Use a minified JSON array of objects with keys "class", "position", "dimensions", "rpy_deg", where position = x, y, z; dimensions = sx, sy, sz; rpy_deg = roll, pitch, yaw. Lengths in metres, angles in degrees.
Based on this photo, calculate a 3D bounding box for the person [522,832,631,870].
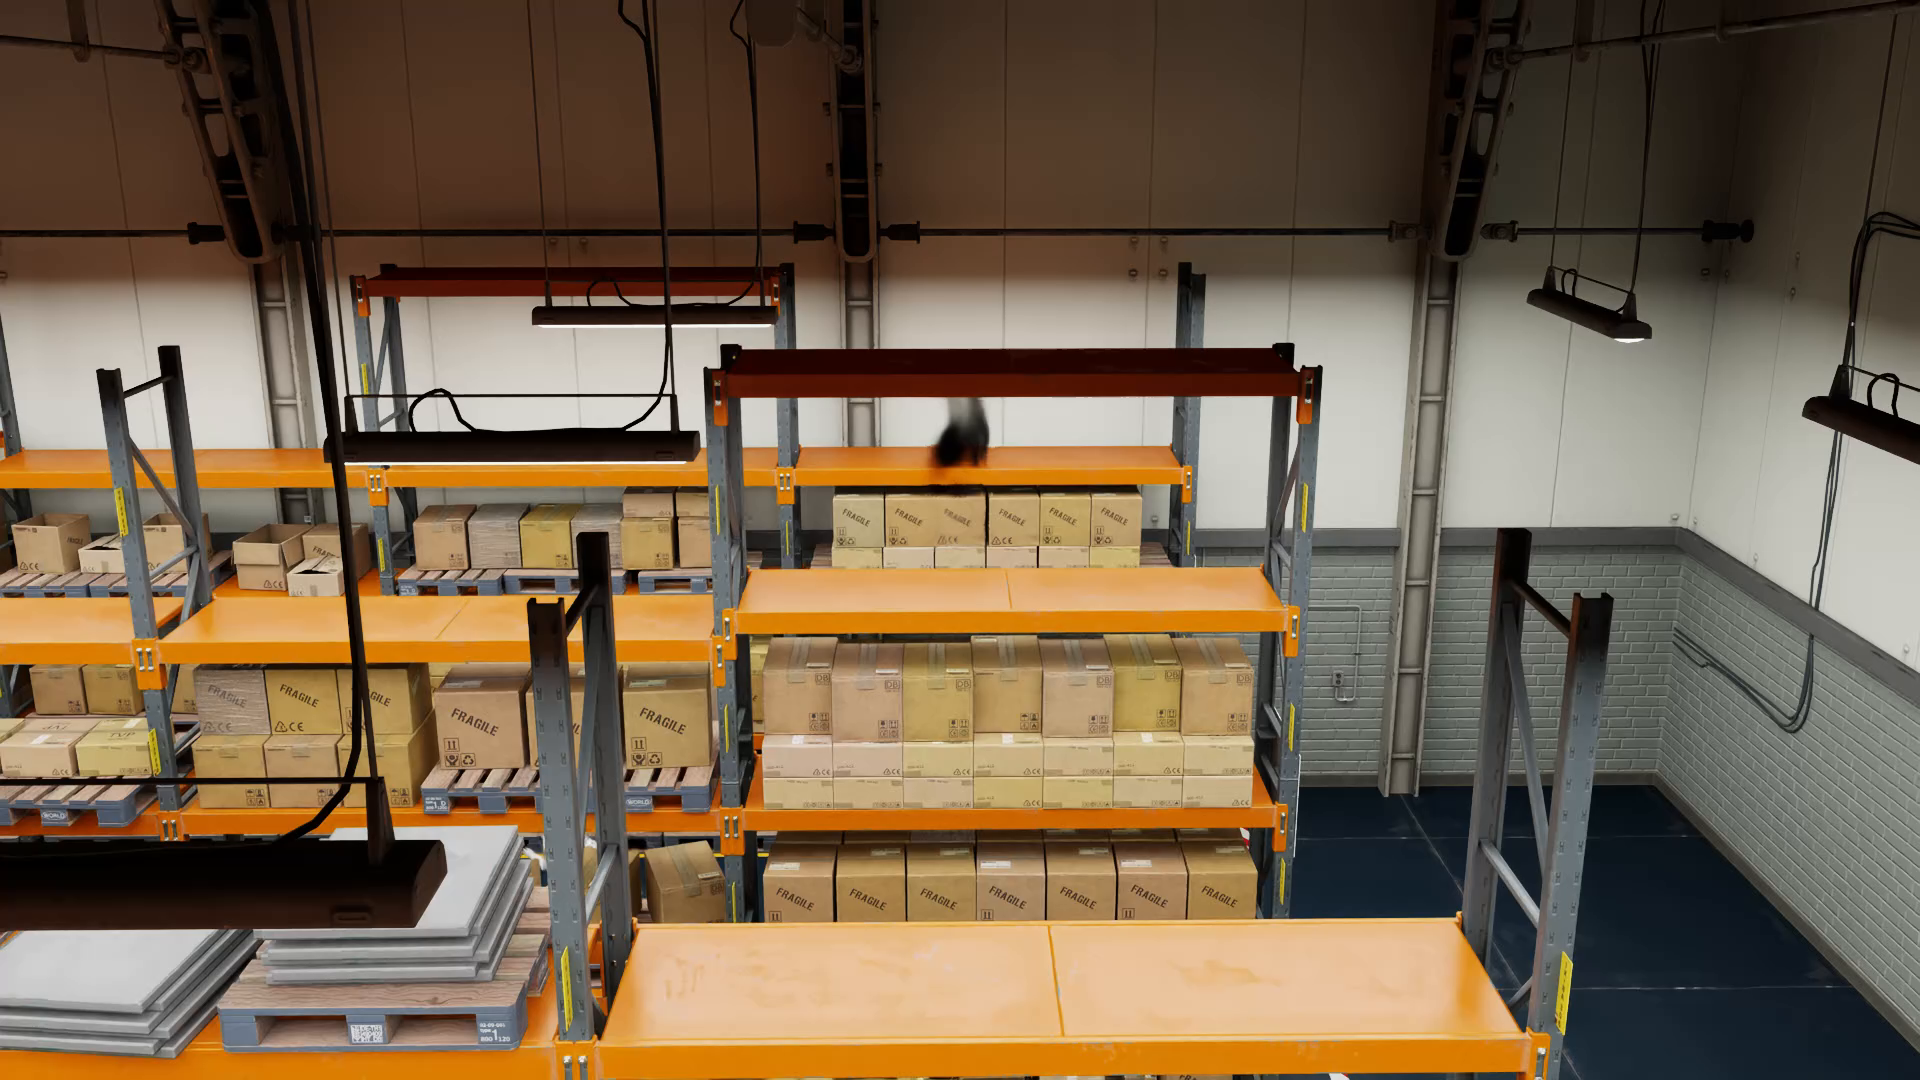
[{"class":"person","position":[-3.590,3.057,15.479],"dimensions":[0.945,1.424,0.621],"rpy_deg":[3,16,10]}]
